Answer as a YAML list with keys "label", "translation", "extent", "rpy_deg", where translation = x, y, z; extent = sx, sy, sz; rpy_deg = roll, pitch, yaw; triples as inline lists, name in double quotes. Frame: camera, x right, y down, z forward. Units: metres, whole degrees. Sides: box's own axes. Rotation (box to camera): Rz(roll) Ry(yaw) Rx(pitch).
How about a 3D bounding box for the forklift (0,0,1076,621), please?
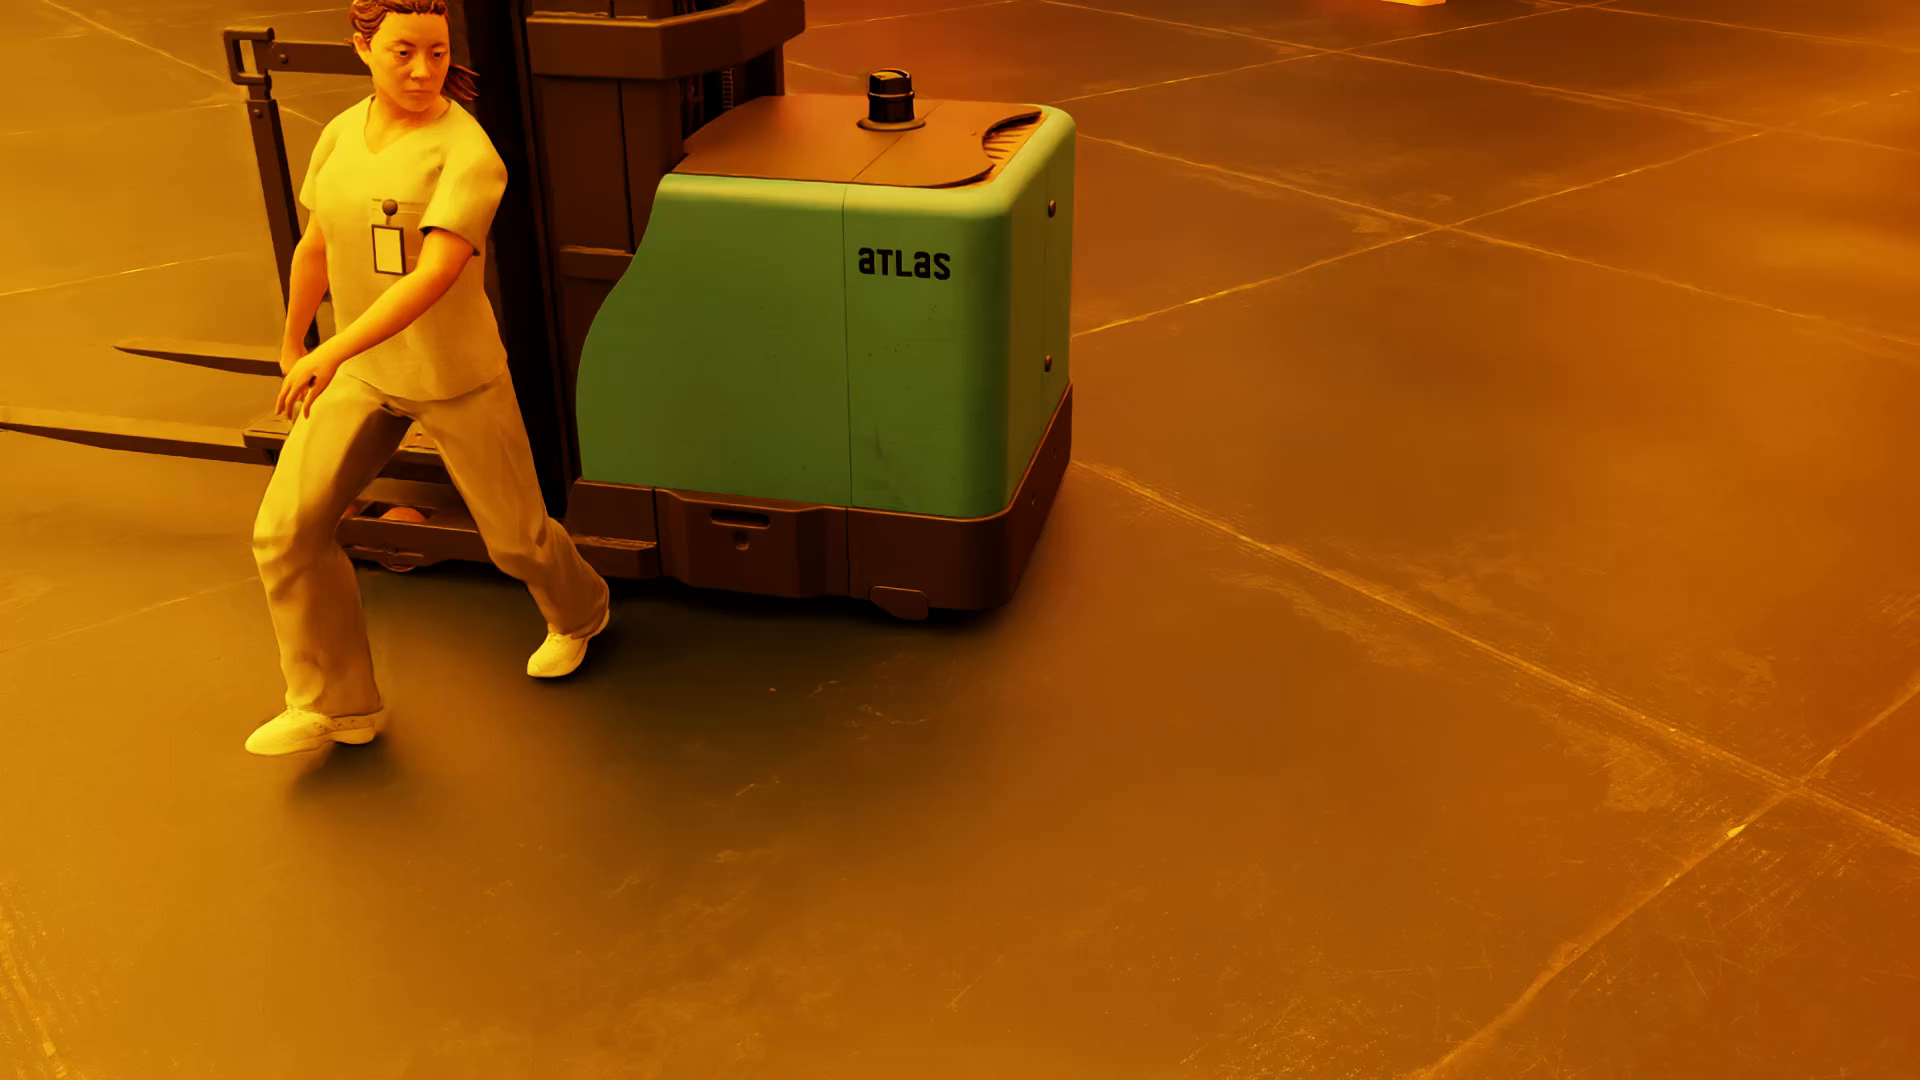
- label: "forklift"
  translation: [-1.254, -1.450, 4.126]
  extent: [3.031, 2.935, 1.130]
  rpy_deg: [6, 27, 12]

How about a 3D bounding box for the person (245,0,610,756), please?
- label: "person"
  translation: [-1.173, -0.285, 3.439]
  extent: [0.599, 1.475, 0.825]
  rpy_deg: [7, 27, 14]
